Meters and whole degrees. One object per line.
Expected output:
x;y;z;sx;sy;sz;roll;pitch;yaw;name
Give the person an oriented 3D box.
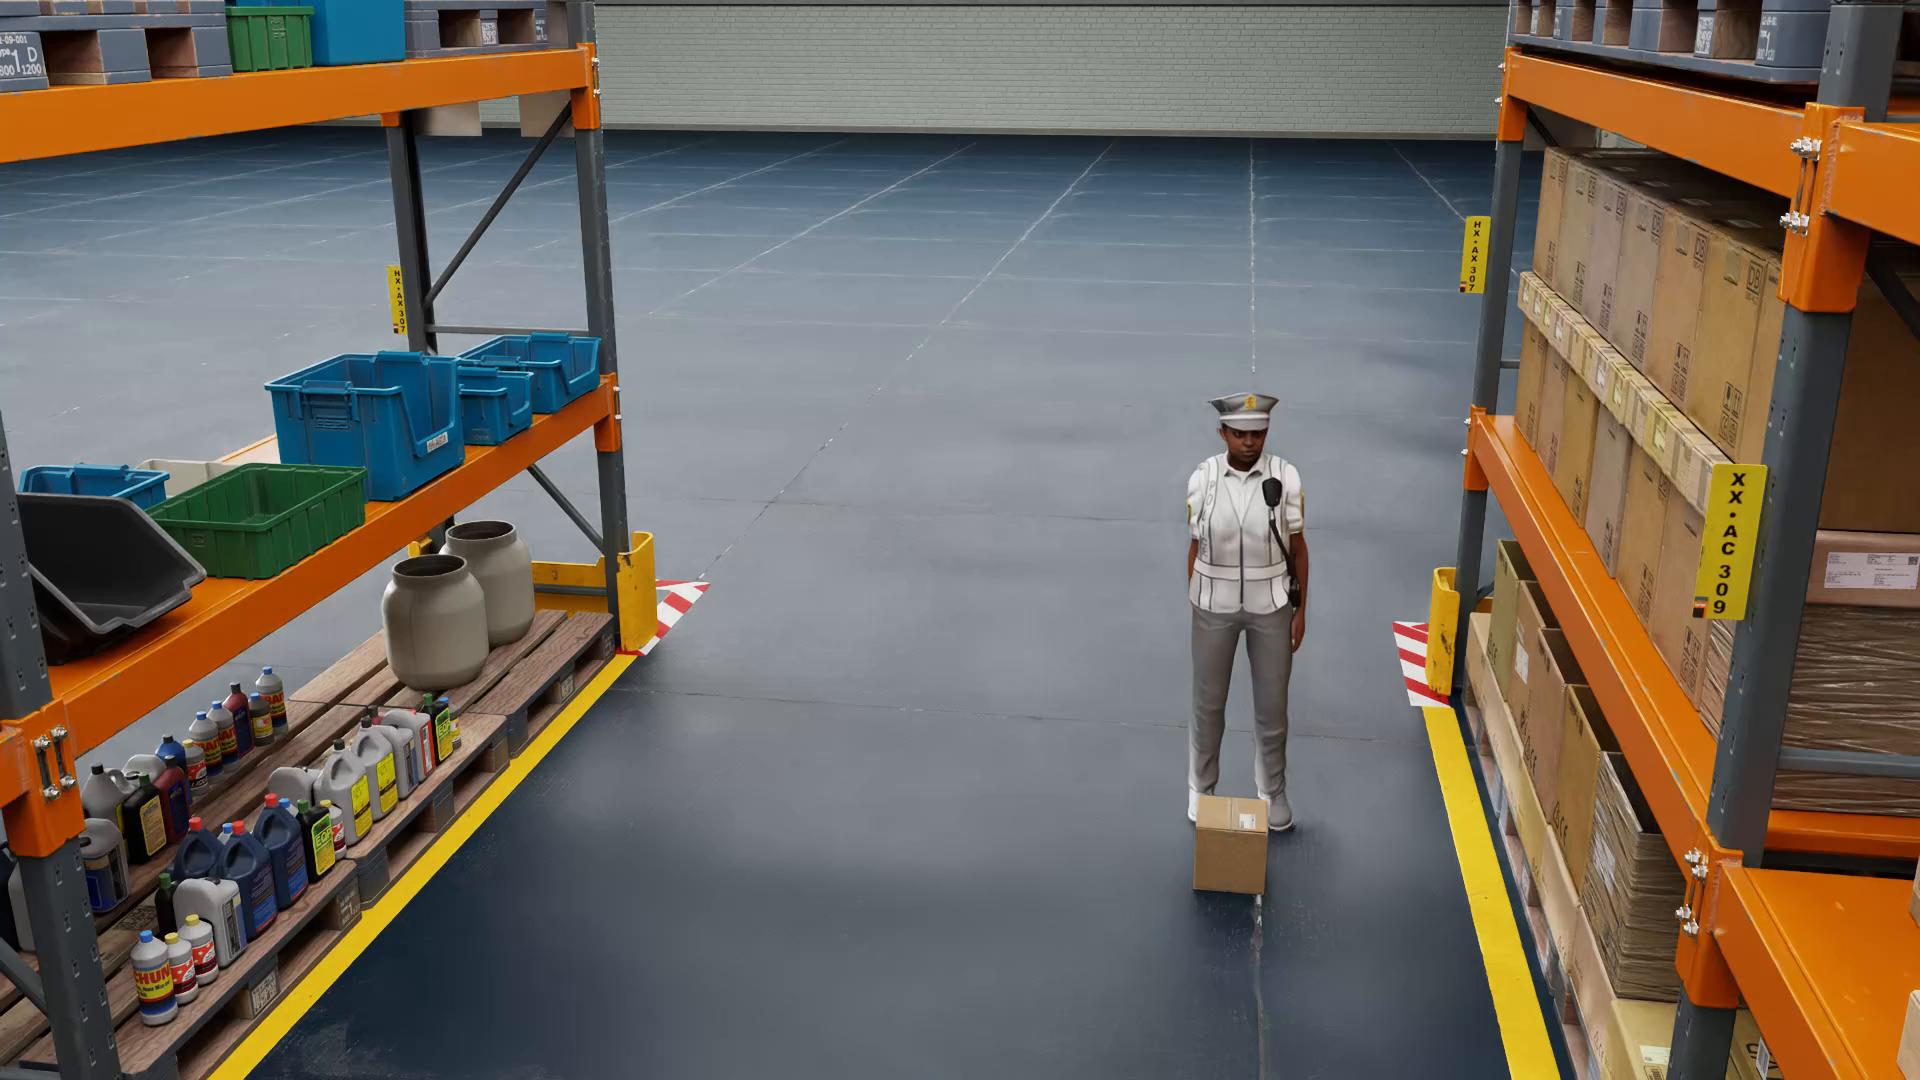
1.059;0.265;6.208;0.467;1.695;0.337;3;18;10;person
